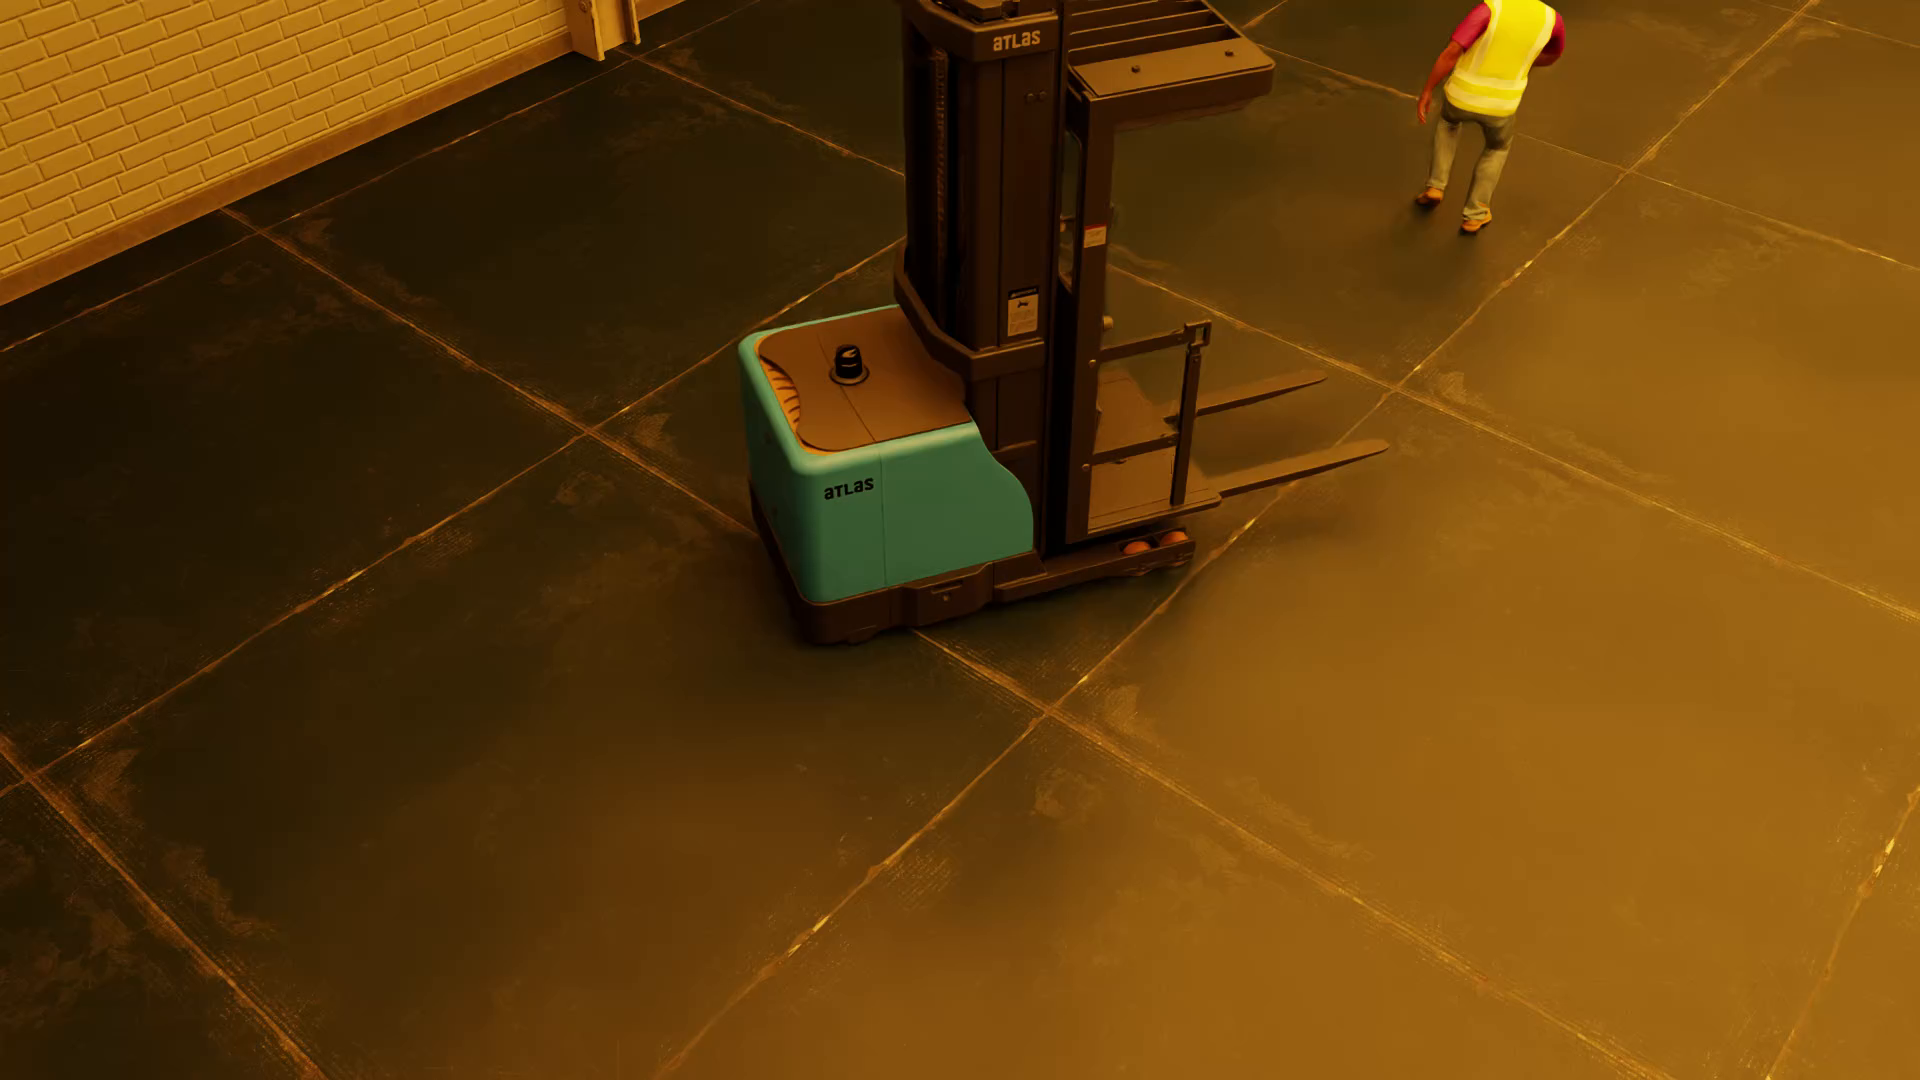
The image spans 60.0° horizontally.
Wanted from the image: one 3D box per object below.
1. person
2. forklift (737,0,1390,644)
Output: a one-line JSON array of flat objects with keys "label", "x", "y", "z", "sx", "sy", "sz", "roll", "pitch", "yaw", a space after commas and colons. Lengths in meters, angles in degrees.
[{"label": "person", "x": 3.014, "y": -2.566, "z": 9.555, "sx": 0.753, "sy": 1.714, "sz": 0.753, "roll": 9, "pitch": 43, "yaw": 10}, {"label": "forklift", "x": 0.572, "y": -1.237, "z": 7.137, "sx": 3.031, "sy": 2.935, "sz": 1.130, "roll": -14, "pitch": 44, "yaw": -15}]
